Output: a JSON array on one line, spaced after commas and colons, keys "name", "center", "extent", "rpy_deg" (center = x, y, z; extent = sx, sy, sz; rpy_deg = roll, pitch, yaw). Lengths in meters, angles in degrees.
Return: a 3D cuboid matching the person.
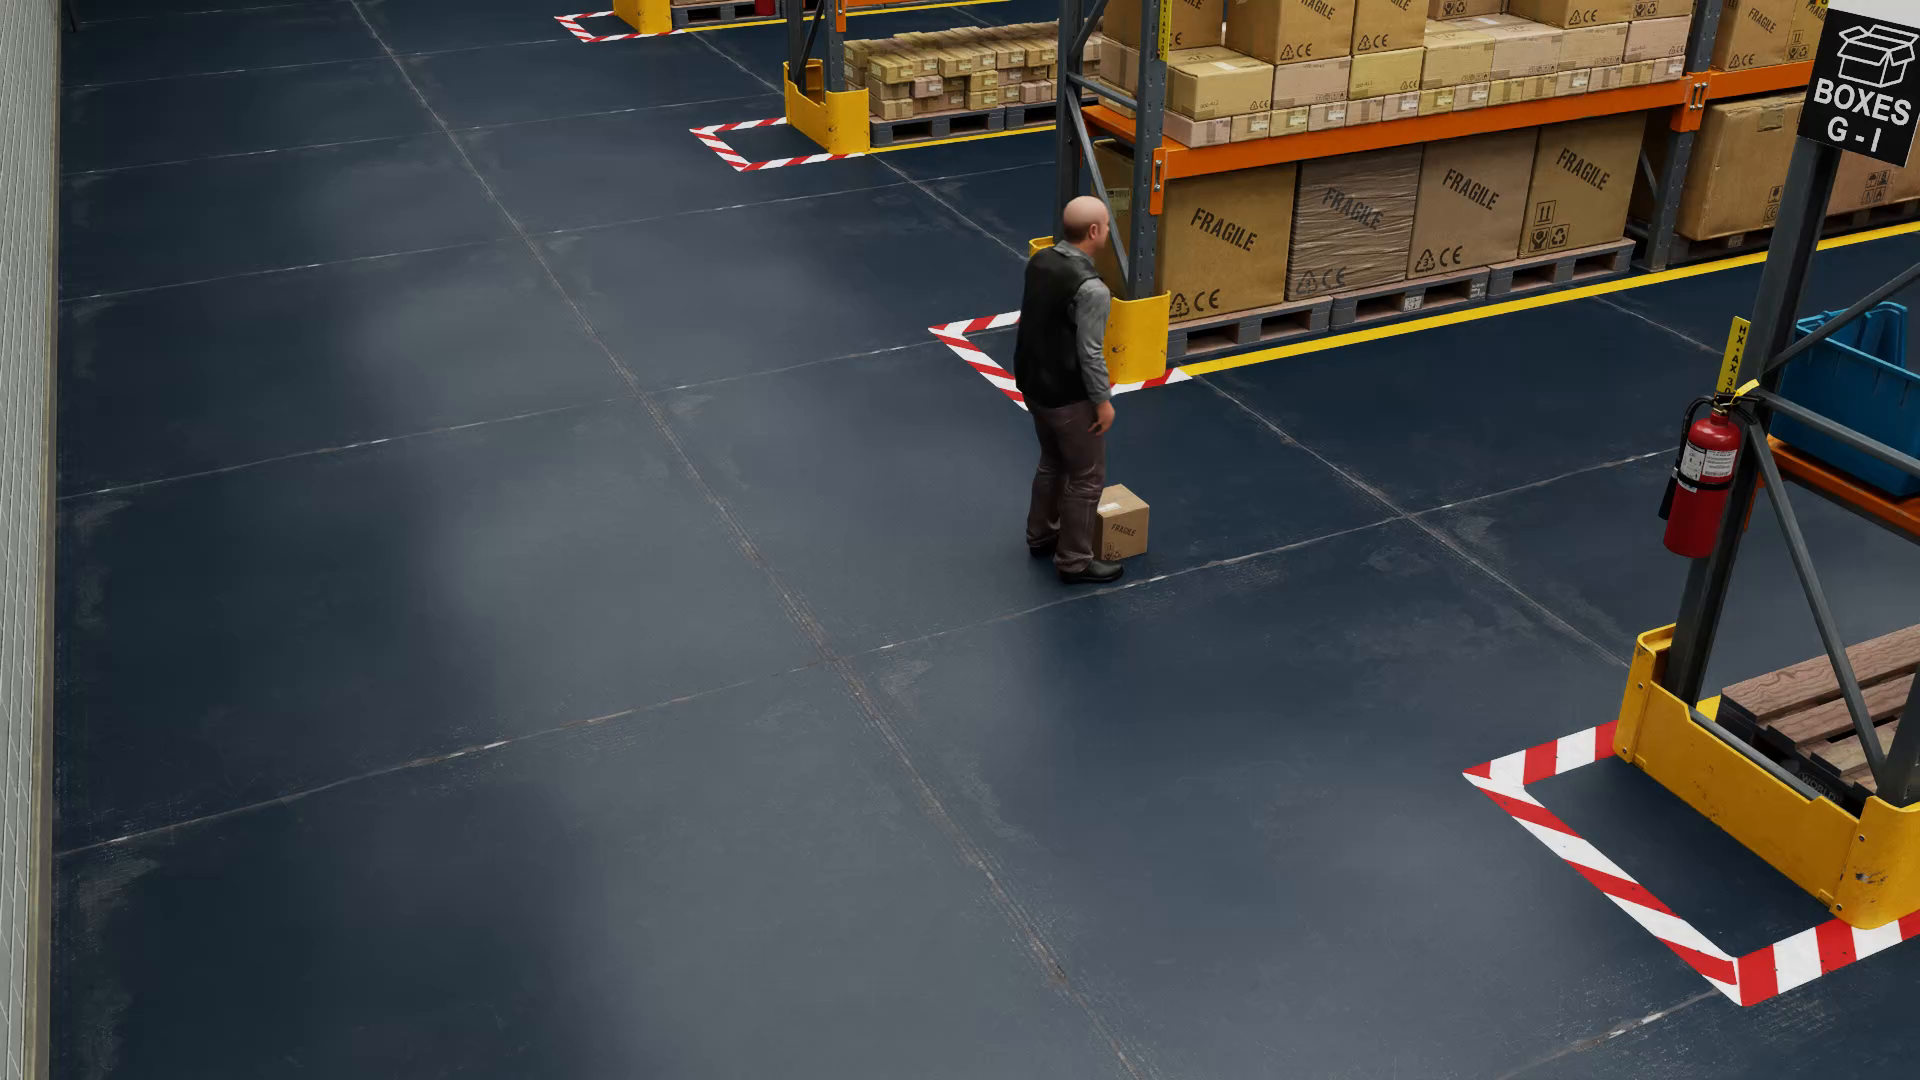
[{"name": "person", "center": [0.460, -0.655, 7.322], "extent": [0.413, 1.721, 0.581], "rpy_deg": [-13, 32, -22]}]
